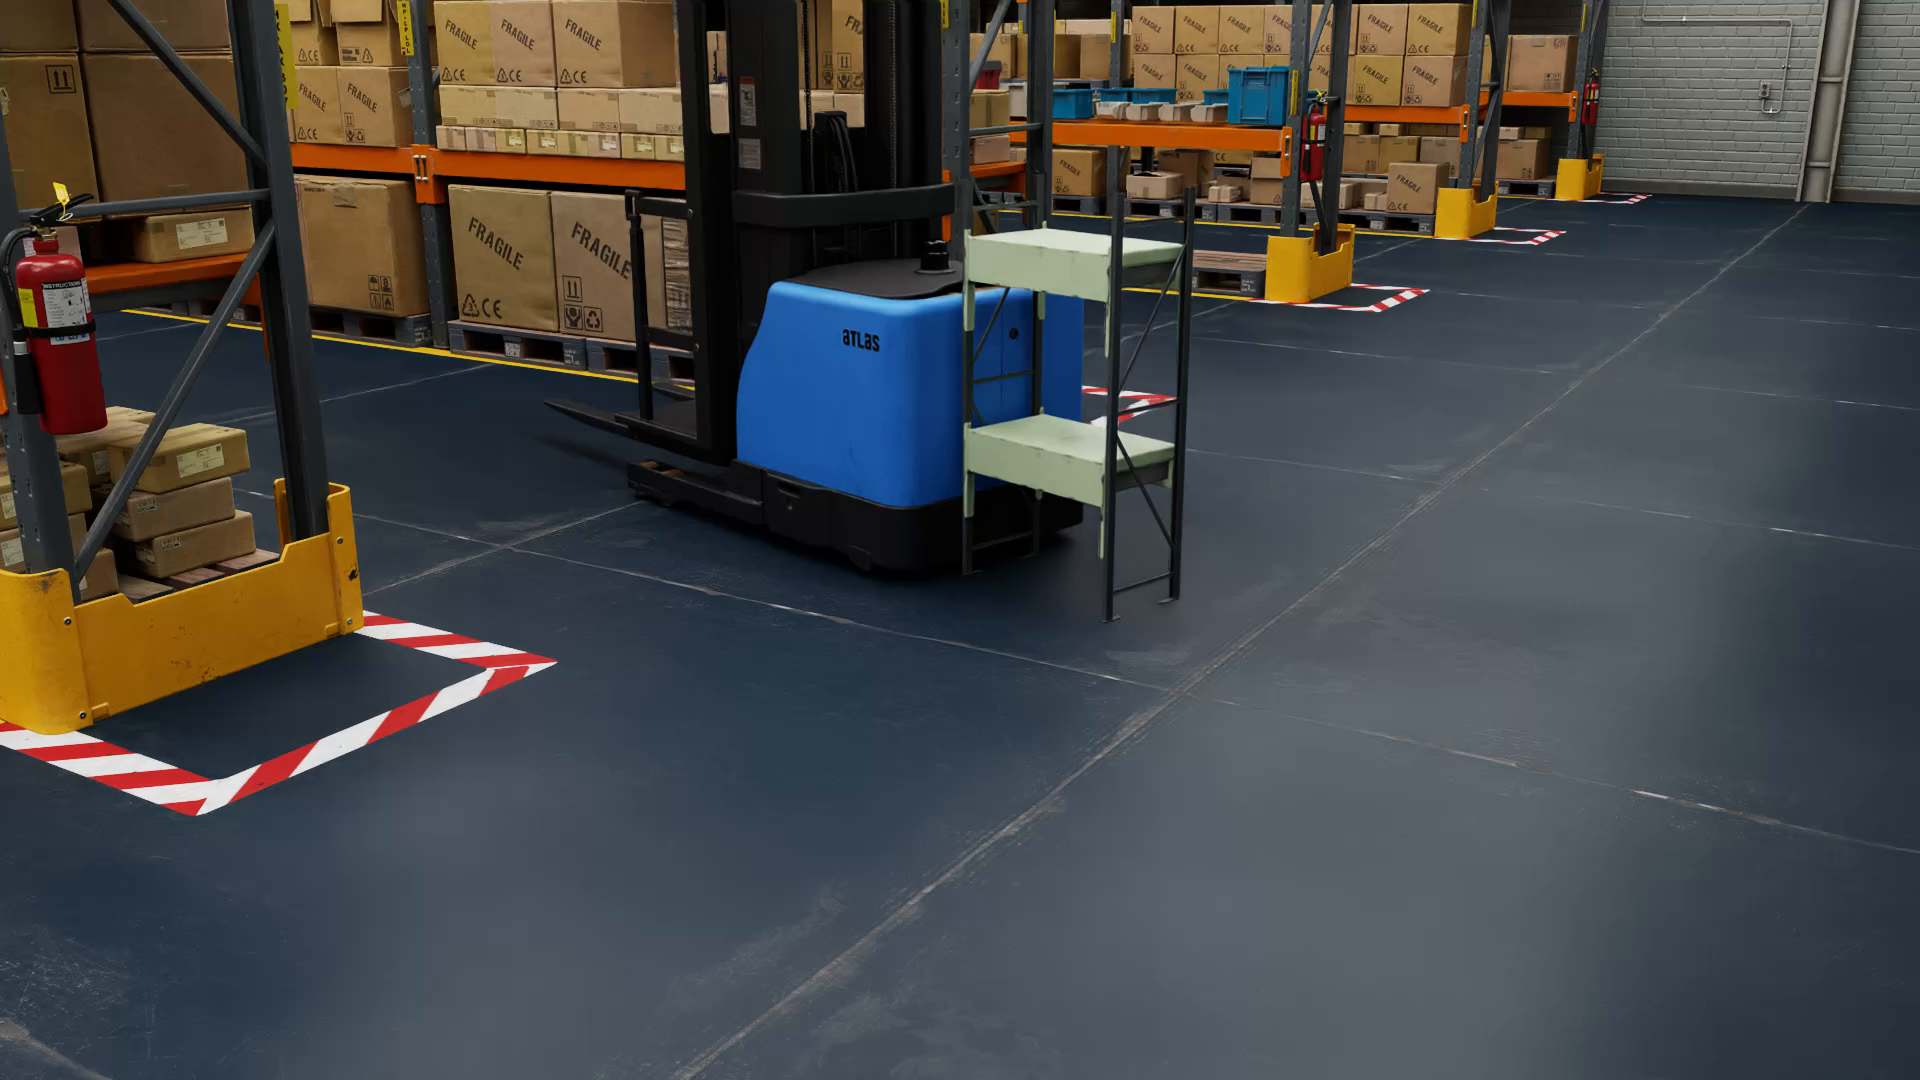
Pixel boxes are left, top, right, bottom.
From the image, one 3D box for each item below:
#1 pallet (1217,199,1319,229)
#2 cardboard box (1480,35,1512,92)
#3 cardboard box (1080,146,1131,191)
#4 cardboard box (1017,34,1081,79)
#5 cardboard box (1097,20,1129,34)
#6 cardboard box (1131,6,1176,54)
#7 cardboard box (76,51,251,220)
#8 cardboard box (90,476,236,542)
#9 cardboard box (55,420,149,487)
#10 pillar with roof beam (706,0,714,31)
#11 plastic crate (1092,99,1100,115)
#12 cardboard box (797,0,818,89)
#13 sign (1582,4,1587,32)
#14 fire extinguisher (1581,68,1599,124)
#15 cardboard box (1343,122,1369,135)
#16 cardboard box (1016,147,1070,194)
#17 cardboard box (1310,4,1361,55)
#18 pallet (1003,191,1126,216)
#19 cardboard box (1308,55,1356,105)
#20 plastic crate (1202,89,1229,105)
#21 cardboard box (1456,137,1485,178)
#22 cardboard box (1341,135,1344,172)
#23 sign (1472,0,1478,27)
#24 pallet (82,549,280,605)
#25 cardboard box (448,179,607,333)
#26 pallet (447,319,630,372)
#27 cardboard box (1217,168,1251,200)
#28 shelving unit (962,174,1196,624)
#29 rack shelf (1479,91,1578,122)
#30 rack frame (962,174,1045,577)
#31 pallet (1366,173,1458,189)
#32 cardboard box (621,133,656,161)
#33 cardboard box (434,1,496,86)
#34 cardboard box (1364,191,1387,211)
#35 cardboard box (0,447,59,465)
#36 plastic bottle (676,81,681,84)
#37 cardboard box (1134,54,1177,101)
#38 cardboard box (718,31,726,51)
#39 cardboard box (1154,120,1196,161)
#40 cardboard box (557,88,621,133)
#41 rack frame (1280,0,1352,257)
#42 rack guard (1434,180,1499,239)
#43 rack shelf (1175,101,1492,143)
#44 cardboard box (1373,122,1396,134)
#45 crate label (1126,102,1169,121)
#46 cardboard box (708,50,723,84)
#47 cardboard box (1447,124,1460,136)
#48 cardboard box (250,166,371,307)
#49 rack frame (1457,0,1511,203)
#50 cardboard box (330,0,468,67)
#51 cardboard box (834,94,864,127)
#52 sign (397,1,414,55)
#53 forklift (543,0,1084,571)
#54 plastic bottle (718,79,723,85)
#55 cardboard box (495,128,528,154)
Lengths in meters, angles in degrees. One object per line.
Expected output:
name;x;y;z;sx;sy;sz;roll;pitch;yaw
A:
pallet;3.621;-3.654;18.549;1.213;0.211;1.003;10;20;30
cardboard box;6.924;-6.224;21.695;0.700;0.700;0.980;10;20;30
cardboard box;1.708;-4.427;19.839;0.500;0.500;0.500;9;19;28
cardboard box;1.086;-5.744;19.735;0.500;0.500;0.700;14;22;39
cardboard box;2.311;-7.384;24.019;0.500;0.250;0.500;10;20;30
cardboard box;2.247;-5.664;18.473;0.500;0.500;0.500;11;20;31
cardboard box;-2.707;-1.331;5.419;0.500;0.500;0.500;11;20;33
cardboard box;-2.781;-0.127;5.809;0.250;0.149;0.380;11;20;32
cardboard box;-3.035;-0.302;5.873;0.250;0.149;0.380;11;20;31
pillar with roof beam;-6.848;-10.244;25.121;0.400;9.000;9.100;10;20;30
plastic crate;1.038;-3.765;14.464;0.466;0.136;0.293;10;20;30
cardboard box;-0.925;-2.940;9.855;0.500;0.500;0.500;10;19;29
sign;7.694;-6.433;20.498;0.005;0.325;0.100;10;20;30
fire extinguisher;7.877;-5.545;20.750;0.183;0.674;0.296;10;20;30
cardboard box;5.361;-5.585;22.569;0.250;0.149;0.380;11;20;32
cardboard box;1.005;-4.375;19.666;0.500;0.500;0.500;10;20;30
cardboard box;4.002;-5.351;17.442;0.500;0.500;0.500;11;20;32
pallet;1.279;-4.059;19.880;1.213;0.211;1.003;10;20;30
cardboard box;4.010;-4.874;17.594;0.500;0.500;0.500;10;20;30
plastic crate;2.206;-3.612;13.796;0.300;0.233;0.416;10;20;30
cardboard box;6.915;-5.060;21.958;0.500;0.500;0.700;10;20;30
cardboard box;5.165;-5.372;22.983;0.500;0.500;0.700;10;20;31
sign;5.093;-5.241;16.439;0.005;0.325;0.100;10;20;30
pallet;-3.207;0.186;5.906;1.213;0.211;1.003;10;20;30
cardboard box;-2.675;-1.890;10.875;0.875;0.875;0.875;10;20;30
pallet;-2.588;-1.357;10.984;1.213;0.211;1.003;10;20;30
cardboard box;3.265;-4.072;18.996;0.500;0.311;0.500;10;20;30
shelving unit;0.410;-0.538;6.073;0.431;1.500;0.755;-15;22;-40
rack shelf;6.286;-5.858;22.242;4.000;0.370;1.077;10;20;30
rack frame;0.163;-0.617;6.331;0.400;1.500;0.023;-15;22;-40
pallet;6.232;-4.852;22.490;1.213;0.211;1.003;10;20;30
cardboard box;-1.788;-2.342;9.861;0.250;0.149;0.380;9;19;28
cardboard box;-2.921;-3.119;10.445;0.500;0.500;0.500;10;20;30
cardboard box;4.510;-3.631;17.791;0.250;0.166;0.380;10;20;30
cardboard box;-3.236;-0.196;5.525;0.250;0.149;0.380;11;20;31
plastic bottle;-2.630;-4.245;15.908;0.135;0.276;0.152;10;20;30
cardboard box;2.284;-5.182;18.606;0.500;0.500;0.500;11;20;31
cardboard box;-3.652;-8.169;27.546;0.500;0.500;0.500;9;19;28
cardboard box;3.201;-5.880;24.053;0.750;0.750;0.750;11;20;32
cardboard box;-2.067;-2.606;10.045;0.500;0.250;0.500;11;20;31
rack frame;2.805;-3.444;13.059;0.127;3.000;1.000;10;20;30
rack guard;5.336;-3.486;17.497;0.348;0.500;1.175;10;20;30
rack shelf;3.696;-4.630;18.201;4.000;0.370;1.077;10;20;30
cardboard box;5.820;-5.634;22.730;0.250;0.149;0.380;9;19;28
crate label;1.526;-3.510;13.625;0.243;0.136;0.396;10;20;30
cardboard box;-3.303;-6.266;22.177;0.500;0.500;0.500;10;20;30
cardboard box;6.690;-5.479;22.219;0.250;0.149;0.380;10;20;31
cardboard box;-4.513;-2.238;12.022;0.875;0.875;1.225;9;19;28
rack frame;5.401;-4.670;17.095;0.127;3.000;1.000;10;20;30
cardboard box;-3.744;-3.449;11.176;0.637;0.503;0.797;10;19;29
cardboard box;-0.339;-2.296;9.025;0.500;0.250;0.500;10;19;29
sign;-3.471;-3.206;10.419;0.005;0.325;0.100;10;20;30
forklift;-0.852;-1.637;7.228;1.130;2.935;3.031;-15;22;-40
plastic bottle;-2.388;-4.412;16.444;0.133;0.283;0.061;10;20;30
cardboard box;-2.669;-2.498;10.378;0.250;0.149;0.380;11;20;32
